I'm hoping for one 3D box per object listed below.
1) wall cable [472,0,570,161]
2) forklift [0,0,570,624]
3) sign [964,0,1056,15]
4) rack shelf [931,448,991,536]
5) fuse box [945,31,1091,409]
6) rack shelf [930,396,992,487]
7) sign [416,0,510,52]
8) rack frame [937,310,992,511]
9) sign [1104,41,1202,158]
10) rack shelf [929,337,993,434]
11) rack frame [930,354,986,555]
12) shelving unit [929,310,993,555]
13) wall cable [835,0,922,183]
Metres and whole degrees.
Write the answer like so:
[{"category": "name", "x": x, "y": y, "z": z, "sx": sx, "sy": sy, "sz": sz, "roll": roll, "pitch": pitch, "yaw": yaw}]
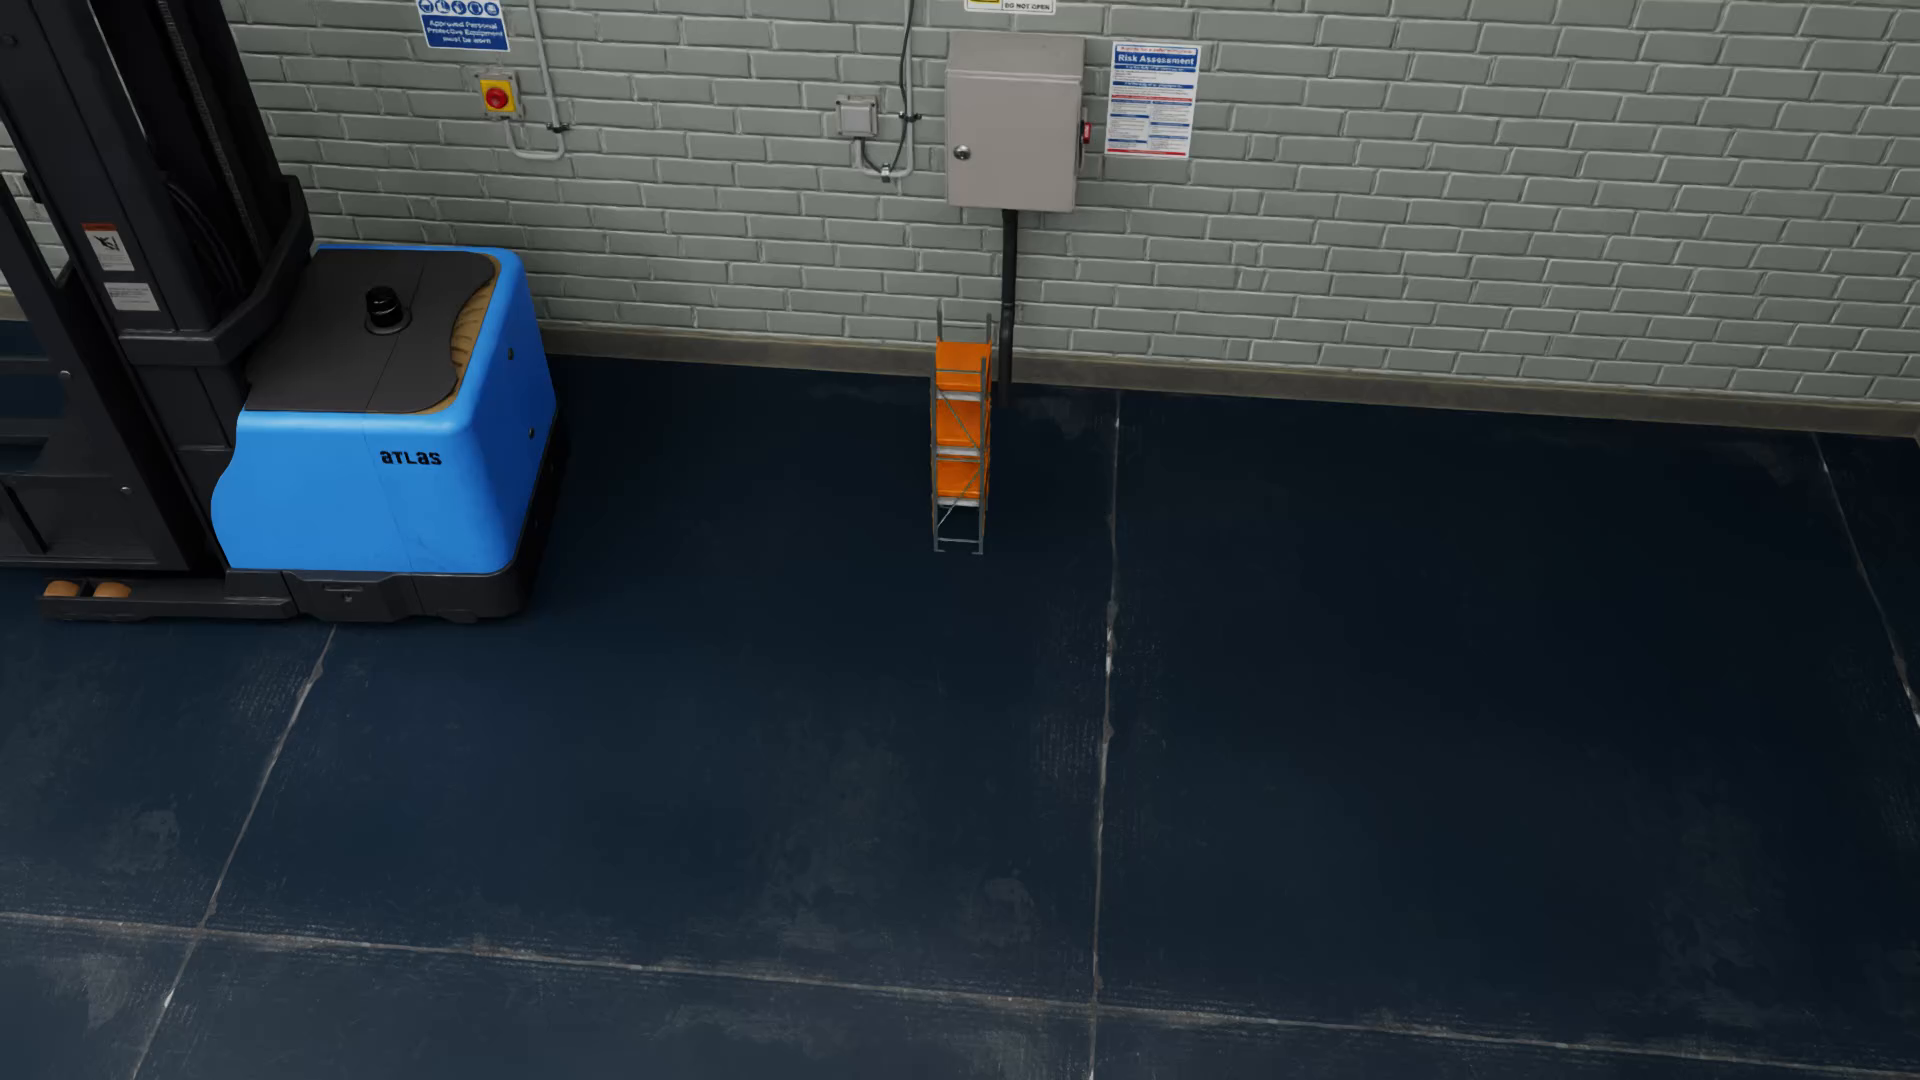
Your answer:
[{"category": "wall cable", "x": -1.860, "y": -2.187, "z": 6.034, "sx": 0.585, "sy": 1.953, "sz": 0.123, "roll": 4, "pitch": 48, "yaw": 4}, {"category": "forklift", "x": -3.179, "y": -1.061, "z": 5.760, "sx": 3.031, "sy": 2.935, "sz": 1.130, "roll": 1, "pitch": 48, "yaw": 1}, {"category": "sign", "x": 0.183, "y": -2.020, "z": 6.031, "sx": 0.339, "sy": 0.242, "sz": 0.001, "roll": 4, "pitch": 48, "yaw": 4}, {"category": "rack shelf", "x": 0.005, "y": -0.199, "z": 6.637, "sx": 0.215, "sy": 0.259, "sz": 0.240, "roll": 4, "pitch": 48, "yaw": 4}, {"category": "fuse box", "x": 0.219, "y": -1.150, "z": 6.668, "sx": 0.539, "sy": 1.711, "sz": 0.414, "roll": 4, "pitch": 48, "yaw": 4}, {"category": "rack shelf", "x": 0.005, "y": -0.386, "z": 6.432, "sx": 0.215, "sy": 0.259, "sz": 0.240, "roll": 4, "pitch": 48, "yaw": 4}, {"category": "sign", "x": -1.902, "y": -1.973, "z": 6.365, "sx": 0.327, "sy": 0.218, "sz": 0.001, "roll": 4, "pitch": 48, "yaw": 4}, {"category": "rack frame", "x": 0.016, "y": -0.483, "z": 6.506, "sx": 0.200, "sy": 1.050, "sz": 0.008, "roll": 4, "pitch": 48, "yaw": 4}, {"category": "sign", "x": 0.730, "y": -1.672, "z": 6.337, "sx": 0.329, "sy": 0.494, "sz": 0.001, "roll": 4, "pitch": 48, "yaw": 4}, {"category": "rack shelf", "x": 0.005, "y": -0.578, "z": 6.223, "sx": 0.215, "sy": 0.259, "sz": 0.240, "roll": 4, "pitch": 48, "yaw": 4}, {"category": "rack frame", "x": -0.006, "y": -0.304, "z": 6.342, "sx": 0.200, "sy": 1.050, "sz": 0.008, "roll": 4, "pitch": 48, "yaw": 4}, {"category": "shelving unit", "x": 0.005, "y": -0.394, "z": 6.424, "sx": 0.215, "sy": 1.050, "sz": 0.252, "roll": 4, "pitch": 48, "yaw": 4}, {"category": "wall cable", "x": -0.446, "y": -2.090, "z": 5.966, "sx": 0.588, "sy": 1.984, "sz": 0.122, "roll": 4, "pitch": 48, "yaw": 4}]
